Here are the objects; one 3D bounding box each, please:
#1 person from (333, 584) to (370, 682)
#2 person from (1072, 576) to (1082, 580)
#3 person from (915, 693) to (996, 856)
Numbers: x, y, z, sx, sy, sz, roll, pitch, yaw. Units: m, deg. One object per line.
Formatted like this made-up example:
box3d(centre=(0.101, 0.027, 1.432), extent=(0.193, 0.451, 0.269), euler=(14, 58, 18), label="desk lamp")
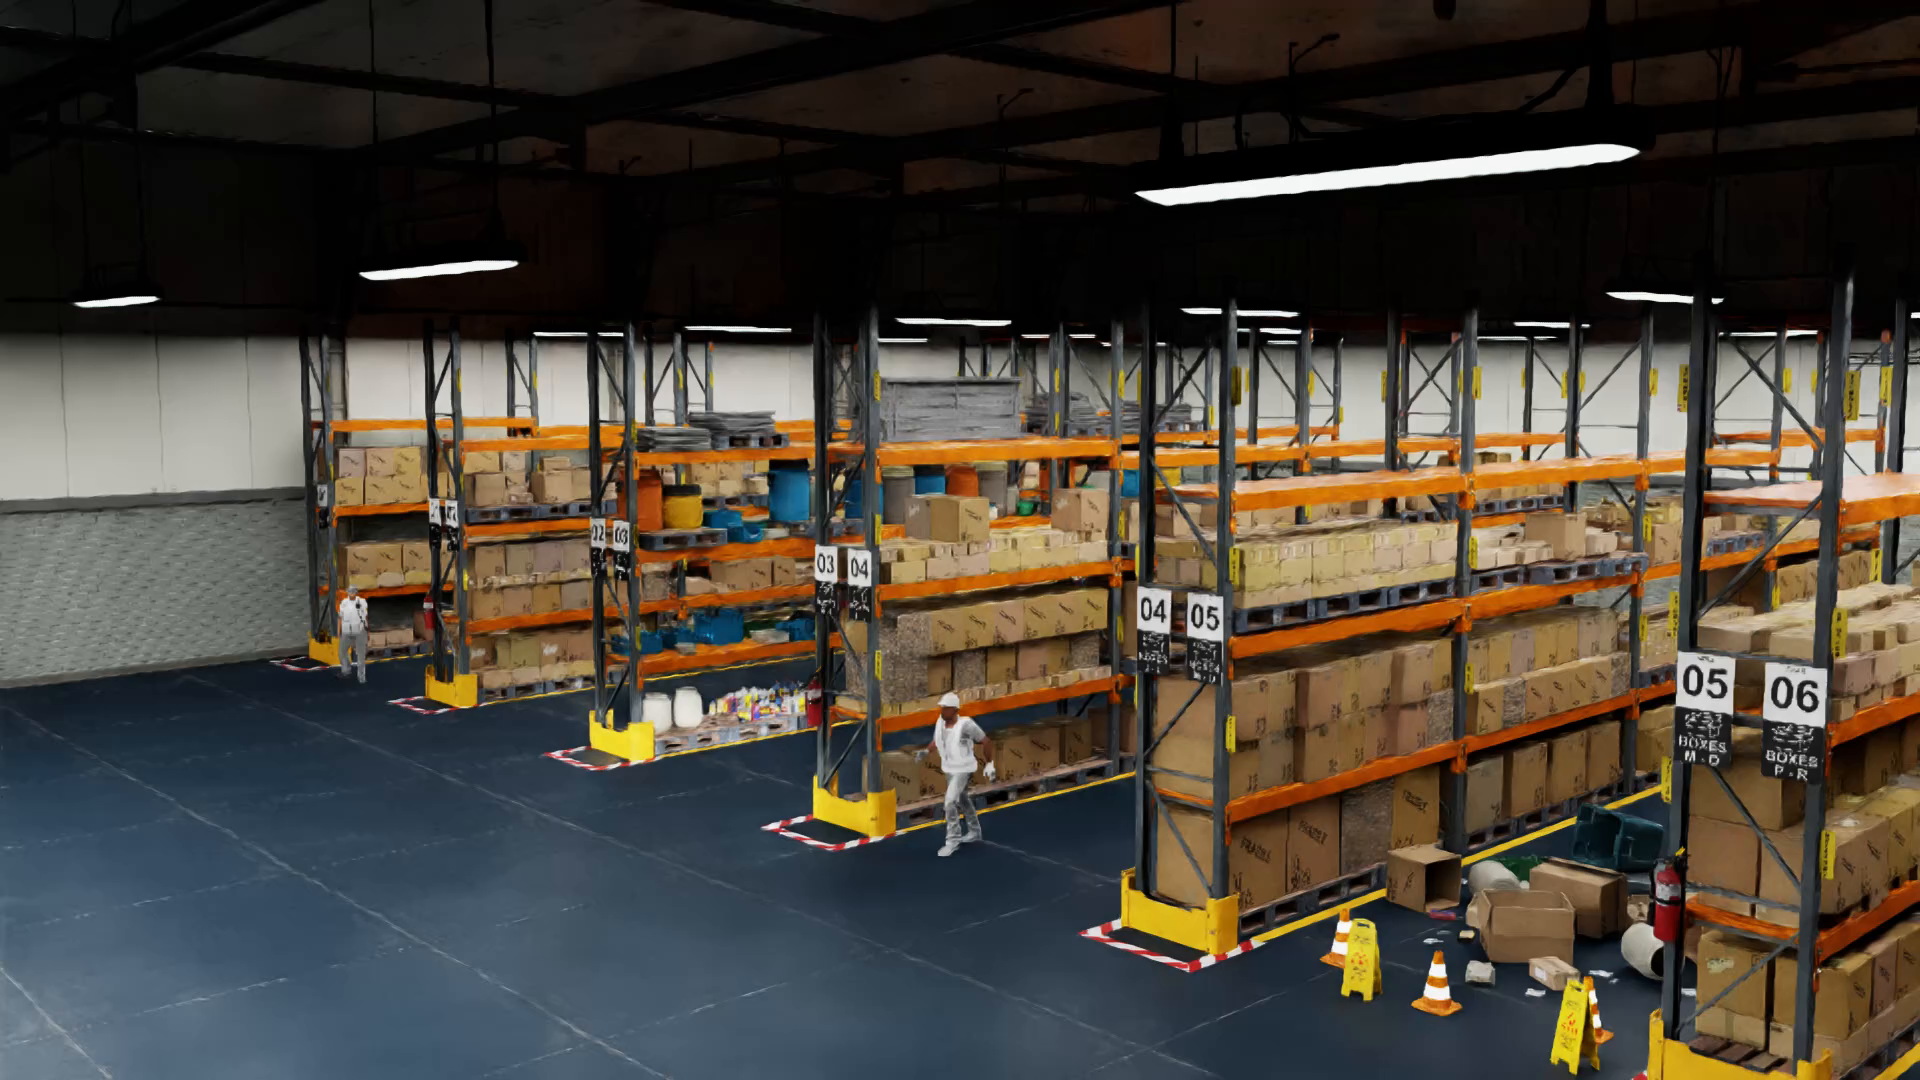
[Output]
box3d(centre=(-10.229, 1.539, 27.849), extent=(0.713, 1.656, 0.519), euler=(0, 6, 1), label="person")
box3d(centre=(2.288, 1.170, 31.182), extent=(1.126, 1.669, 0.542), euler=(-5, 8, -40), label="person")
box3d(centre=(-0.036, 2.493, 17.996), extent=(0.843, 1.716, 0.721), euler=(-5, 7, -38), label="person")
